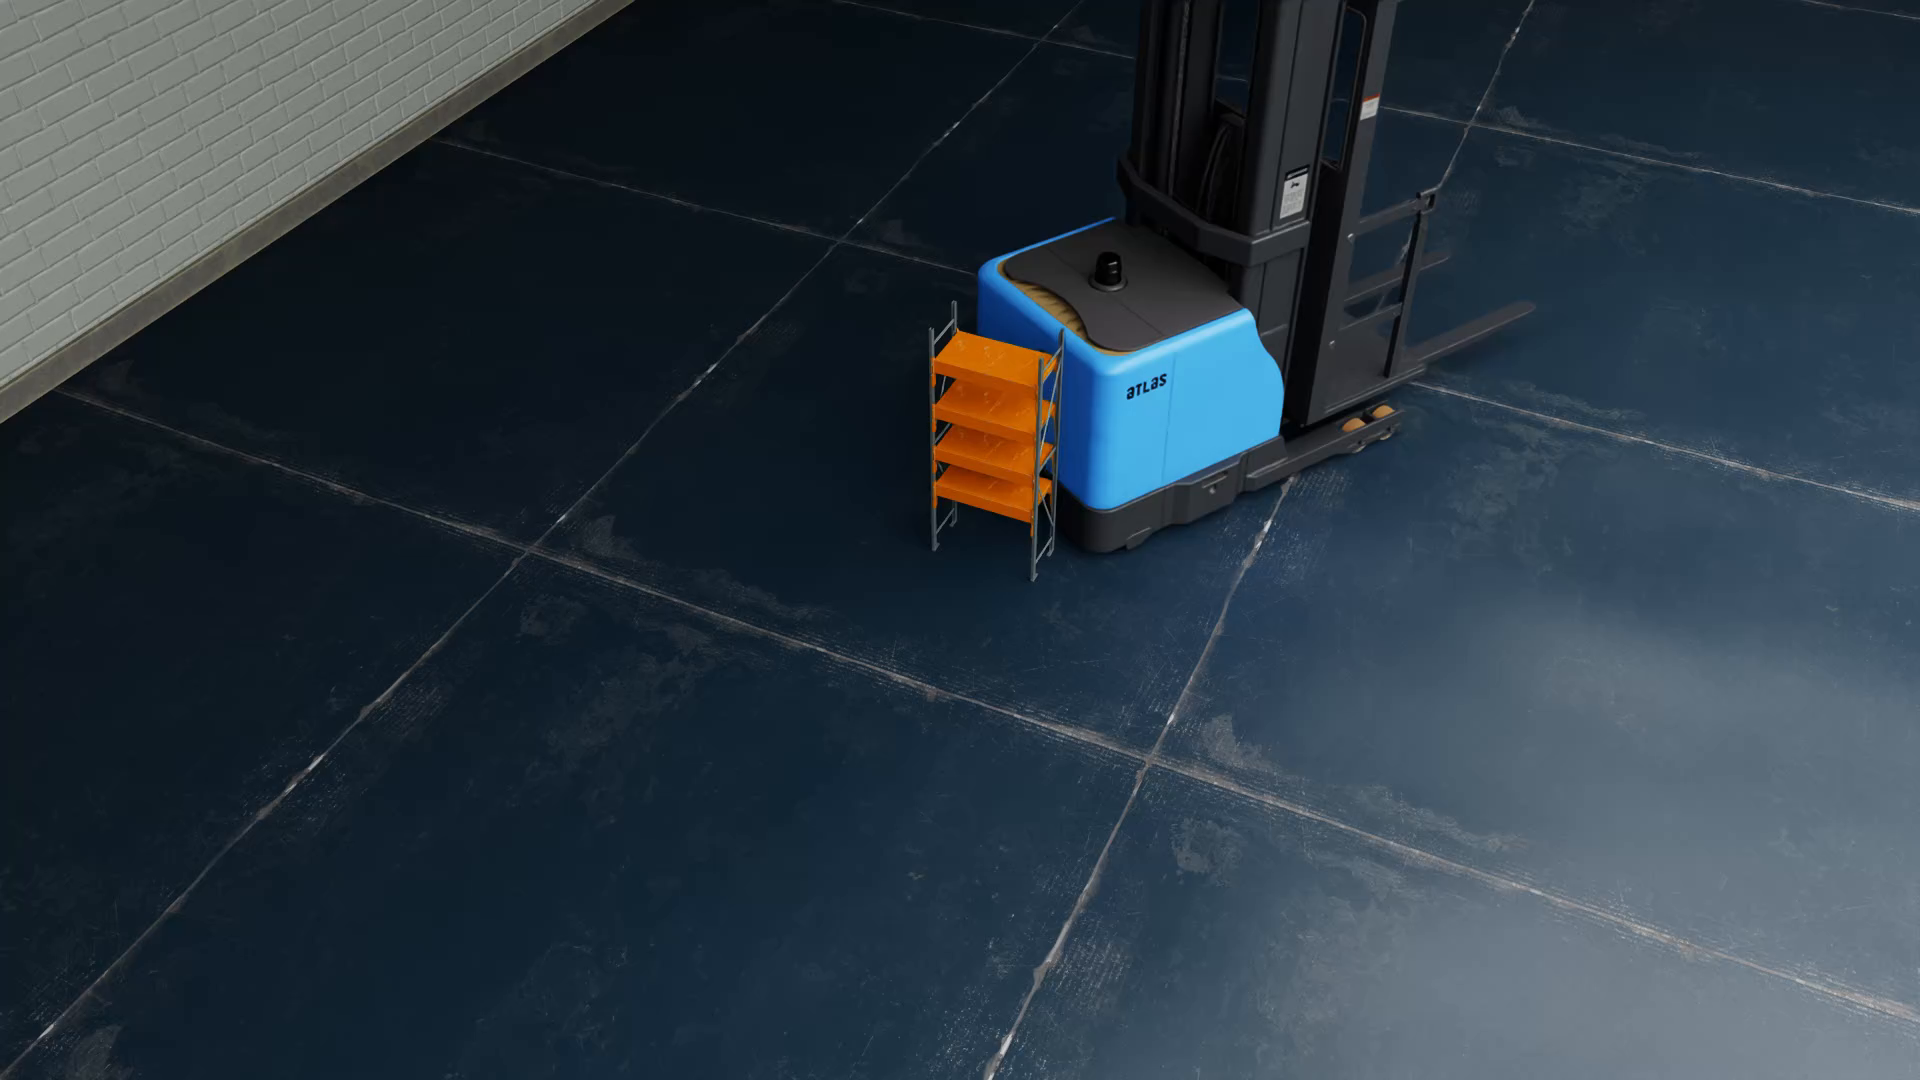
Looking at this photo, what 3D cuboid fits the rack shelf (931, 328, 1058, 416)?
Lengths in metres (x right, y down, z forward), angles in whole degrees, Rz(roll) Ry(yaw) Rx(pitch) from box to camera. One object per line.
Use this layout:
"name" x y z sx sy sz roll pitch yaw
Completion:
"rack shelf" 0.150 -0.705 6.931 0.480 0.148 0.258 17 44 19

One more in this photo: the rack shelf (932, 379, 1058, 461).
"rack shelf" 0.150 -0.526 7.086 0.480 0.148 0.258 17 44 19

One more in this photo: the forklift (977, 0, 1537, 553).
"forklift" 1.575 -1.800 7.473 3.031 2.935 1.130 -23 46 -25

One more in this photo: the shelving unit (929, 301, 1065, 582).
"shelving unit" 0.150 -0.408 7.188 0.503 1.200 0.258 17 44 19

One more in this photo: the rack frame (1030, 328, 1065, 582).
"rack frame" 0.371 -0.340 7.110 0.015 1.200 0.240 17 44 19

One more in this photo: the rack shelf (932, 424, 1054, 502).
"rack shelf" 0.150 -0.357 7.232 0.480 0.148 0.258 17 44 19

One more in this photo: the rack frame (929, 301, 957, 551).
"rack frame" -0.071 -0.475 7.266 0.015 1.200 0.240 17 44 19

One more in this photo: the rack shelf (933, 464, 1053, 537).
"rack shelf" 0.150 -0.207 7.362 0.480 0.148 0.258 17 44 19
